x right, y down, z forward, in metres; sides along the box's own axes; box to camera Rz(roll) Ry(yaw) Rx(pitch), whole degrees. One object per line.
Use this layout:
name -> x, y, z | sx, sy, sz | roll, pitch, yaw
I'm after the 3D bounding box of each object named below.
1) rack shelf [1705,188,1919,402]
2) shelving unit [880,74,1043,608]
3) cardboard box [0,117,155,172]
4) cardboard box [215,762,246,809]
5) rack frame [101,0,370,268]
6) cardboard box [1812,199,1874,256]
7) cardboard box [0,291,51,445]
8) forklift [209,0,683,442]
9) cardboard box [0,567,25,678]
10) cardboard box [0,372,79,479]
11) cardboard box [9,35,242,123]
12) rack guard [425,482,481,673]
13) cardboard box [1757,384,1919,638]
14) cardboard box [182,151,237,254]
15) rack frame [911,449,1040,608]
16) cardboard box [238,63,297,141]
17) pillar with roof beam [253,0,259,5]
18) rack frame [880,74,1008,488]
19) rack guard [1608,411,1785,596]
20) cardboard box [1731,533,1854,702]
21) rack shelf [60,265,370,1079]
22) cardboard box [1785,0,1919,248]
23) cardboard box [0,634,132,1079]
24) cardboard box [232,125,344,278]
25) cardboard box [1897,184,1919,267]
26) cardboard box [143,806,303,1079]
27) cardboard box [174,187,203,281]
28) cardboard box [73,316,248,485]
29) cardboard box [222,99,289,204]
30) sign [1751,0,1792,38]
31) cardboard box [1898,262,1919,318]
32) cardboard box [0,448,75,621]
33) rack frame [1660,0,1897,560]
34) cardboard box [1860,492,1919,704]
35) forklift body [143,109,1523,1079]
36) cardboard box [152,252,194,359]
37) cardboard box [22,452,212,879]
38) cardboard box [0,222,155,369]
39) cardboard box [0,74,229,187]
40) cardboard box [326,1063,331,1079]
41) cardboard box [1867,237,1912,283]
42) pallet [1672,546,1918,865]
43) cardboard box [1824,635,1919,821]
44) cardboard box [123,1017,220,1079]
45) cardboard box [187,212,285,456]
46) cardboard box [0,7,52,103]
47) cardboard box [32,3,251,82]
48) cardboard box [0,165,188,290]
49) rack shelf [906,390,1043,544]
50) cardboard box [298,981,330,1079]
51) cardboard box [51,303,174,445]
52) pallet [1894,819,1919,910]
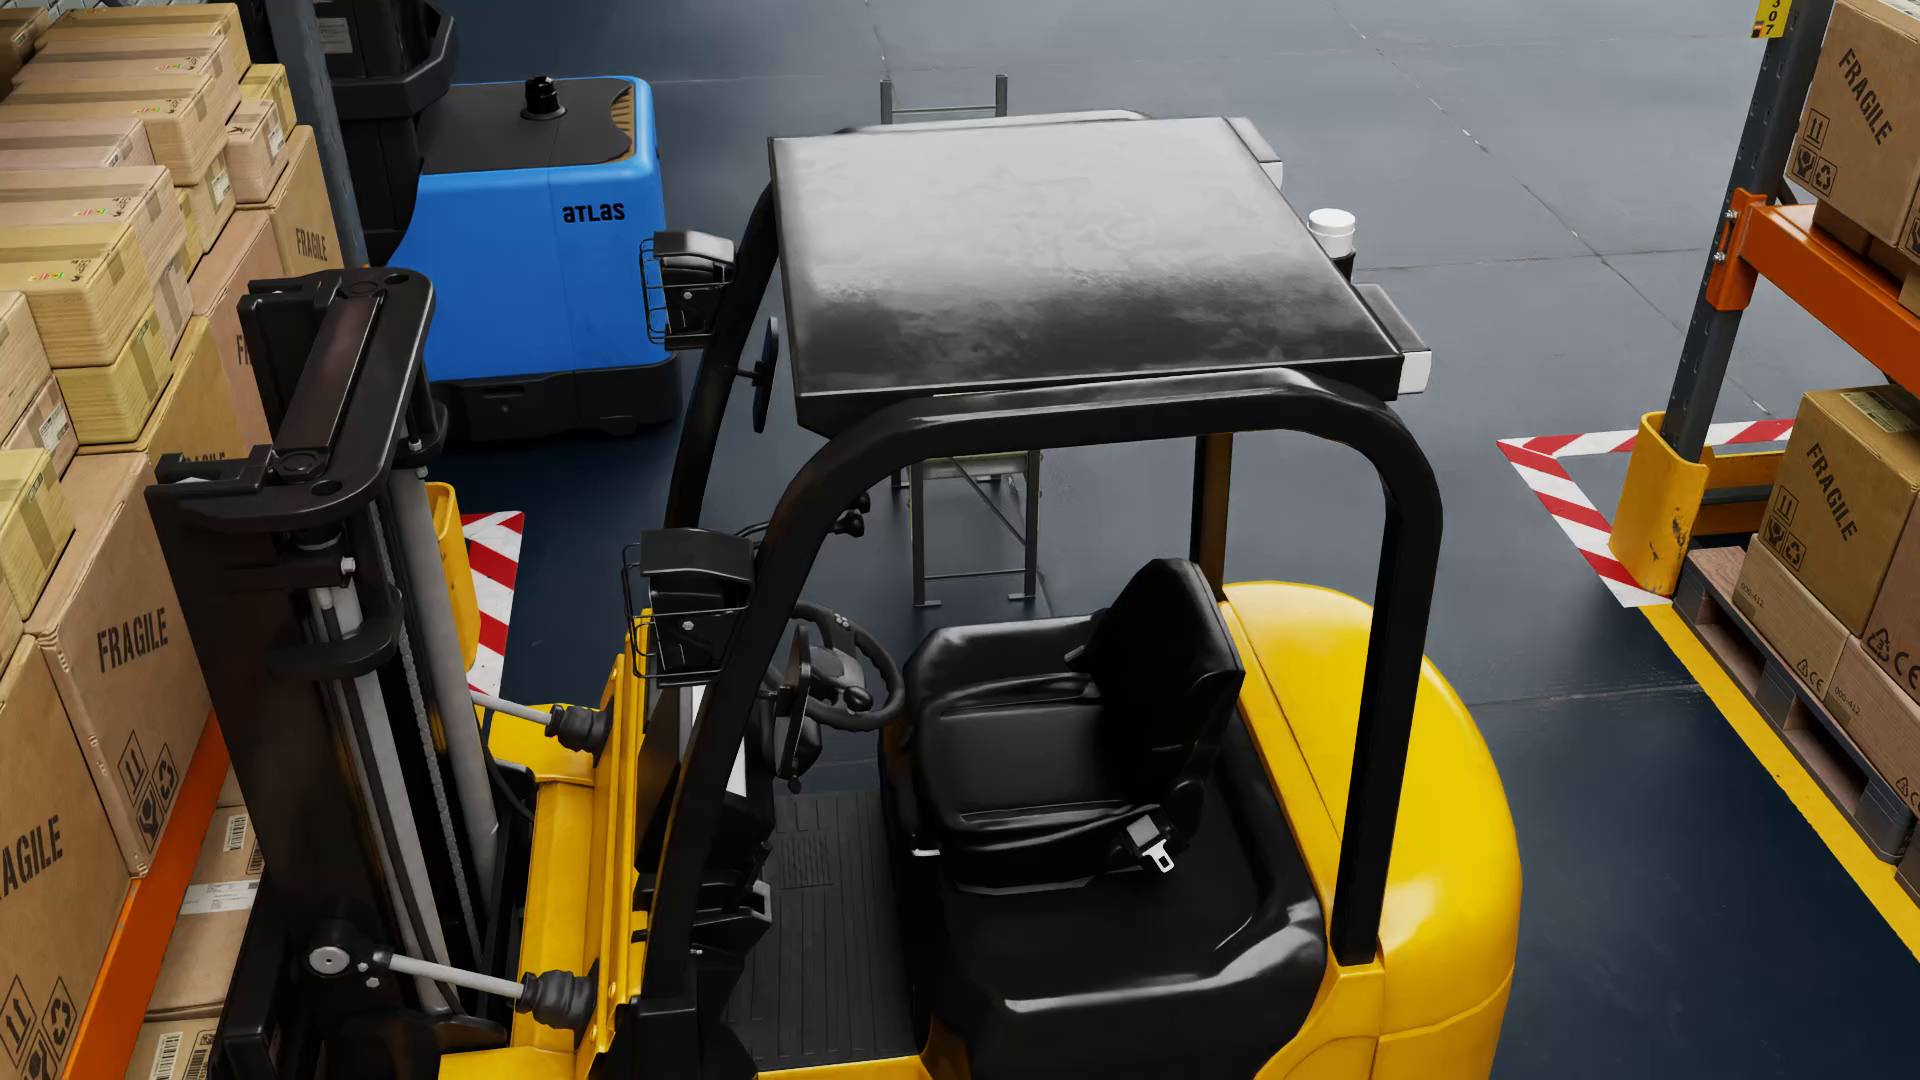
rack shelf -> 3.081, 0.179, 3.462 | 1.077, 0.370, 4.000 | -4, 35, -6
shelving unit -> -0.001, -0.623, 5.333 | 0.431, 1.500, 0.755 | -4, 35, -6
cardboard box -> -1.763, -0.681, 3.156 | 0.380, 0.149, 0.250 | -4, 34, -6
cardboard box -> -1.583, 0.492, 3.545 | 0.500, 0.250, 0.500 | -4, 34, -6
rack frame -> -2.106, -0.856, 4.342 | 1.000, 3.000, 0.127 | -4, 35, -6
cardboard box -> 2.653, -0.925, 4.667 | 0.380, 0.149, 0.250 | -4, 35, -6
cardboard box -> -1.637, -0.249, 2.523 | 0.380, 0.149, 0.250 | -4, 34, -6
forklift -> -2.623, -1.756, 5.725 | 3.031, 2.935, 1.130 | -5, 35, -8
cardboard box -> -1.494, 0.153, 2.198 | 0.380, 0.149, 0.250 | -5, 35, -8
cardboard box -> -1.641, -0.133, 2.617 | 0.380, 0.149, 0.250 | -5, 35, -7
cardboard box -> -1.785, -0.969, 3.579 | 0.380, 0.149, 0.250 | -4, 35, -6
rack guard -> -2.109, 0.164, 5.066 | 1.175, 0.500, 0.348 | -4, 35, -6
cardboard box -> 2.650, -0.097, 4.631 | 0.500, 0.500, 0.500 | -5, 35, -8
cardboard box -> -1.744, -0.703, 3.454 | 0.380, 0.149, 0.250 | -4, 34, -5
rack frame -> 0.048, -0.419, 5.033 | 0.400, 1.500, 0.023 | -4, 35, -6
cardboard box -> -1.782, -0.993, 3.879 | 0.380, 0.149, 0.250 | -4, 34, -6
pillar with roof beam -> 0.553, -6.552, 7.374 | 9.100, 9.000, 0.400 | -4, 35, -6
rack frame -> -0.050, -0.828, 5.633 | 0.400, 1.500, 0.023 | -4, 35, -6
rack guard -> 2.822, -0.159, 5.539 | 1.175, 0.500, 0.348 | -4, 35, -6
cardboard box -> 2.646, 0.200, 4.862 | 0.500, 0.250, 0.500 | -5, 35, -7
rack shelf -> -1.837, 0.557, 2.907 | 1.077, 0.370, 4.000 | -4, 35, -6
cardboard box -> 2.601, -1.113, 4.366 | 0.500, 0.500, 0.500 | -5, 35, -7
cardboard box -> -1.525, 0.496, 2.270 | 0.500, 0.500, 0.500 | -5, 35, -7
cardboard box -> -1.780, -0.643, 3.940 | 0.500, 0.500, 0.500 | -5, 35, -7
cardboard box -> 2.674, -0.824, 3.943 | 0.500, 0.500, 0.500 | -3, 34, -5
cardboard box -> -1.522, 0.776, 3.129 | 0.500, 0.250, 0.500 | -5, 35, -7
cardboard box -> -1.722, -0.564, 3.249 | 0.380, 0.149, 0.250 | -5, 35, -7
cardboard box -> -1.650, -0.066, 3.095 | 0.500, 0.500, 0.500 | -5, 35, -7
cardboard box -> -1.718, -0.853, 3.673 | 0.380, 0.149, 0.250 | -4, 34, -6
sign -> 2.274, -1.551, 4.593 | 0.100, 0.325, 0.005 | -4, 35, -6
cardboard box -> 2.656, -0.631, 4.235 | 0.380, 0.149, 0.250 | -5, 35, -8
cardboard box -> -1.539, 0.005, 2.415 | 0.380, 0.149, 0.250 | -5, 35, -7
rack frame -> 2.812, -1.234, 4.897 | 1.000, 3.000, 0.127 | -4, 35, -6
cardboard box -> 2.725, 0.195, 4.204 | 0.500, 0.500, 0.500 | -6, 35, -8
forklift body -> -0.043, 0.415, 3.231 | 2.313, 2.155, 1.214 | -4, 35, -6
cardboard box -> -1.639, -0.419, 3.036 | 0.380, 0.149, 0.250 | -5, 35, -8
cardboard box -> -1.571, 0.213, 2.685 | 0.500, 0.500, 0.500 | -4, 34, -6
cardboard box -> -1.578, -0.400, 2.744 | 0.380, 0.149, 0.250 | -4, 34, -5
cardboard box -> -1.723, -0.825, 3.368 | 0.380, 0.149, 0.250 | -4, 34, -5
cardboard box -> -1.522, 1.191, 3.407 | 0.500, 0.250, 0.500 | -3, 34, -5
cardboard box -> 2.701, -0.785, 4.461 | 0.380, 0.149, 0.250 | -4, 34, -6
pallet -> 2.896, 0.417, 4.951 | 1.003, 0.211, 1.213 | -4, 35, -6
cardboard box -> 2.708, 0.485, 4.443 | 0.500, 0.250, 0.500 | -3, 34, -5
cardboard box -> -1.459, 1.069, 2.698 | 0.500, 0.250, 0.500 | -3, 34, -5
cardboard box -> -1.719, -0.352, 3.515 | 0.500, 0.500, 0.500 | -3, 34, -5
cardboard box -> -2.273, -1.085, 3.749 | 0.380, 0.149, 0.250 | -5, 35, -7
cardboard box -> -1.849, -1.104, 3.778 | 0.380, 0.149, 0.250 | -4, 35, -6
cardboard box -> -1.618, -0.544, 2.955 | 0.380, 0.149, 0.250 | -4, 34, -5
rack shelf -> -0.001, -0.354, 5.517 | 0.431, 0.370, 0.720 | -4, 35, -6
cardboard box -> -1.520, 0.995, 3.251 | 0.500, 0.250, 0.500 | -4, 35, -7
cardboard box -> -1.585, -0.279, 2.831 | 0.380, 0.149, 0.250 | -4, 34, -6
pallet -> 3.057, 1.096, 3.954 | 1.003, 0.211, 1.213 | -4, 35, -6
